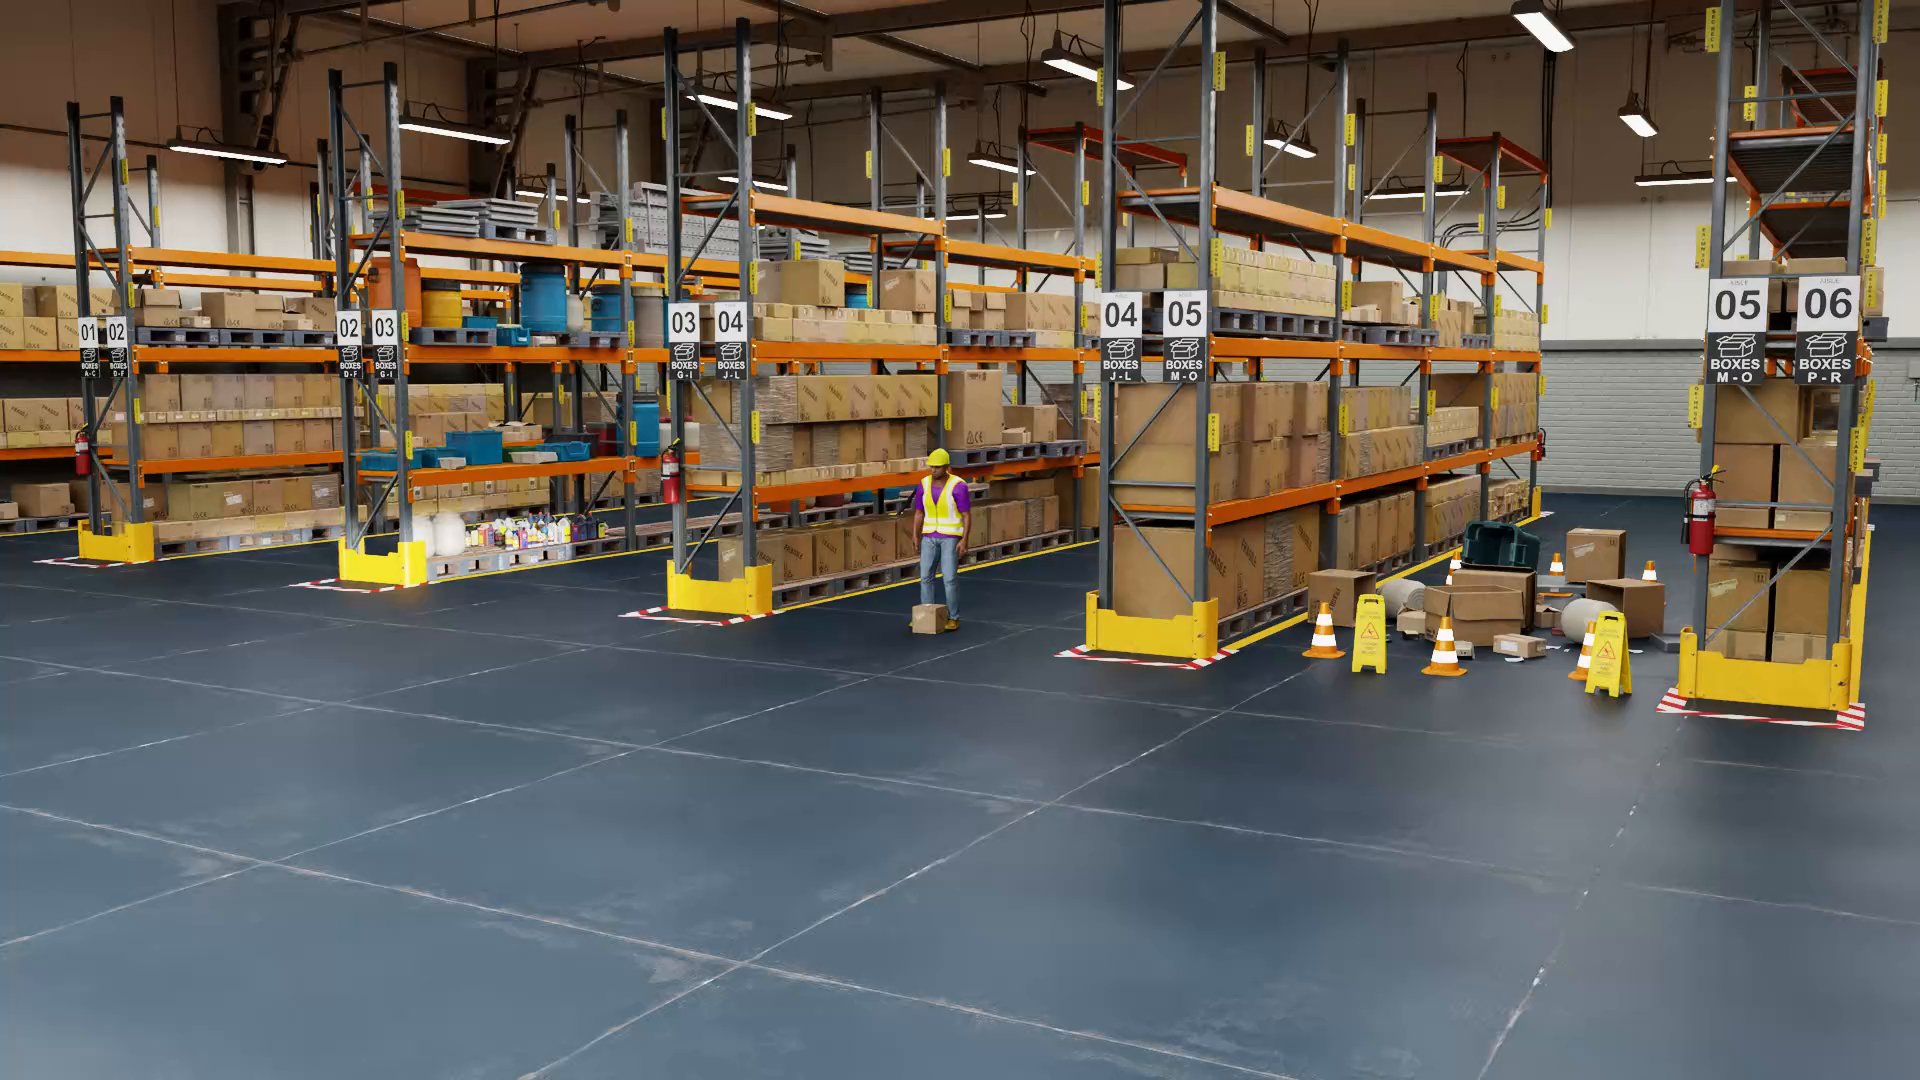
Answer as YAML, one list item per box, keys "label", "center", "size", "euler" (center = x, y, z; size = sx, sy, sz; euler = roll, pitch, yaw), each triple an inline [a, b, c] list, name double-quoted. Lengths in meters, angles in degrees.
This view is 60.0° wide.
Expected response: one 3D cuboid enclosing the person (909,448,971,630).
- label: "person"
  center: [-0.194, -0.012, 16.172]
  size: [0.625, 1.760, 0.459]
  euler: [3, 7, 28]
